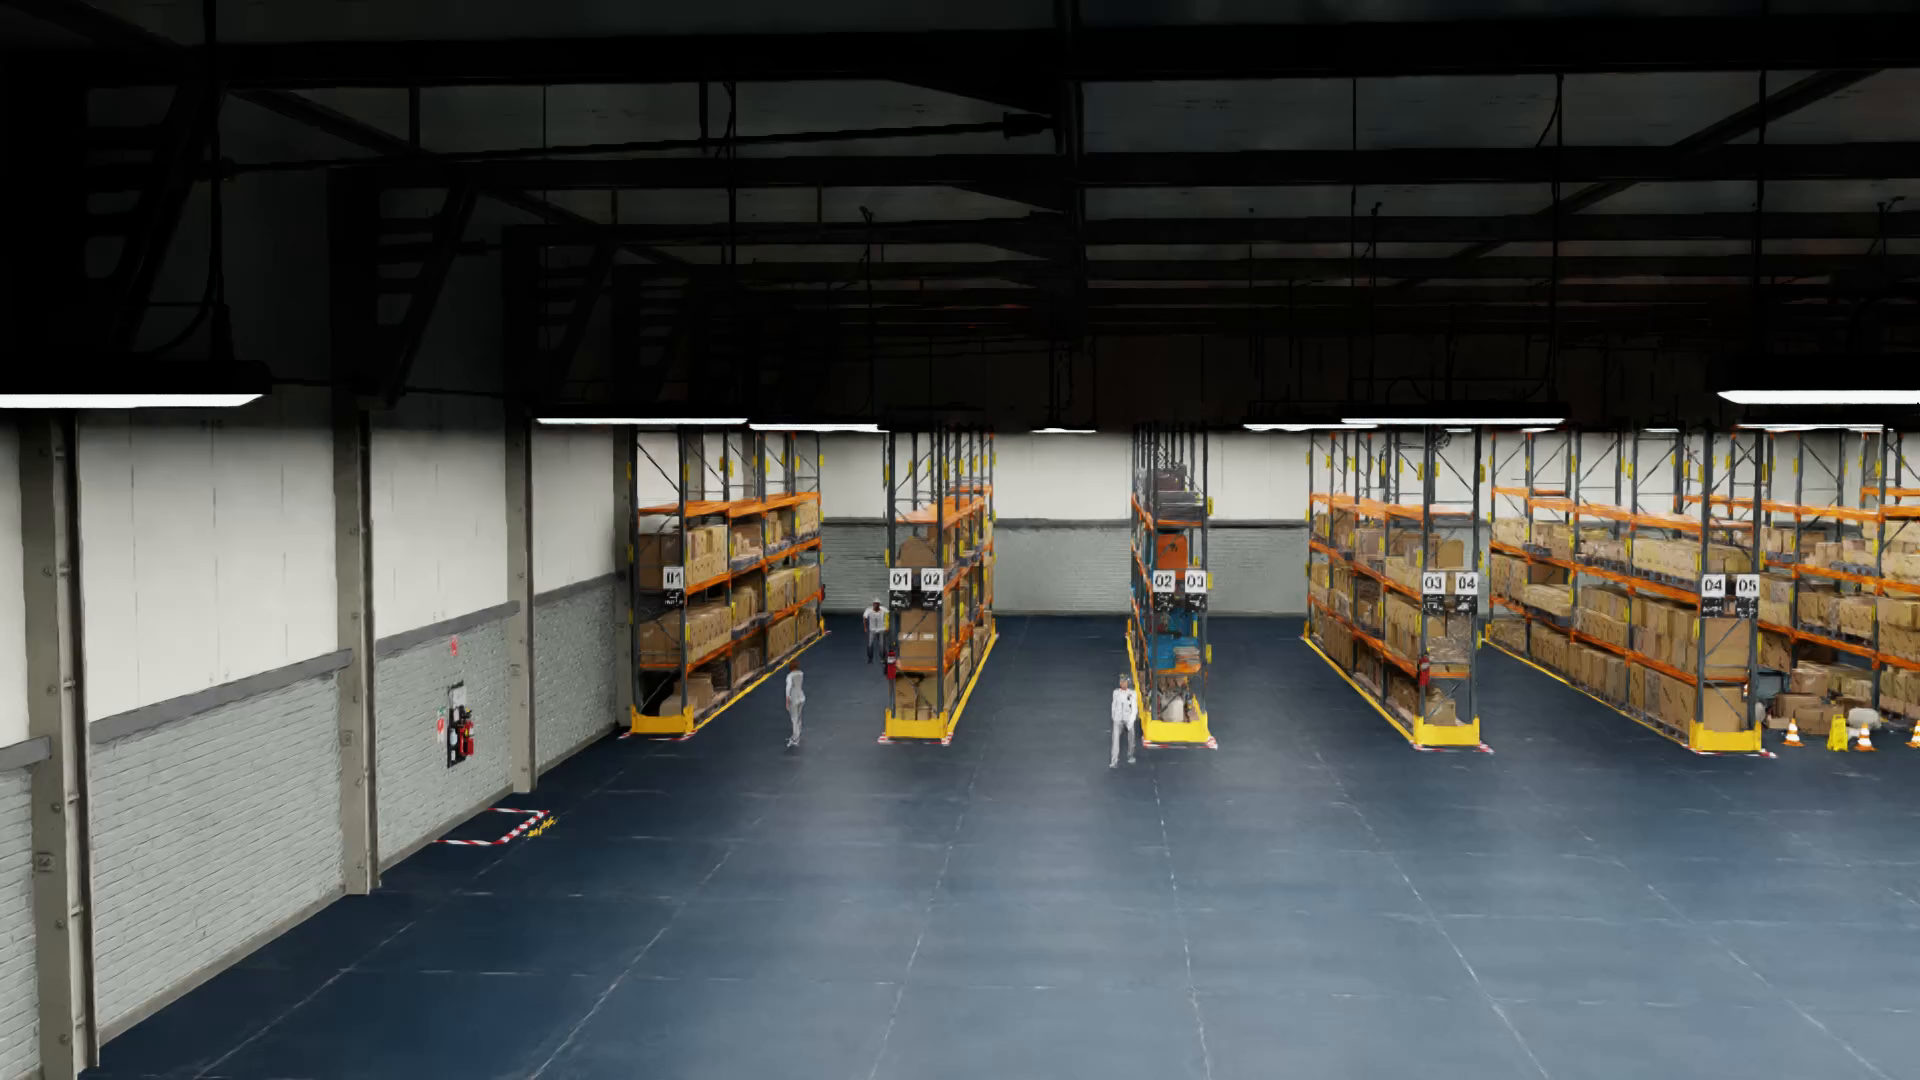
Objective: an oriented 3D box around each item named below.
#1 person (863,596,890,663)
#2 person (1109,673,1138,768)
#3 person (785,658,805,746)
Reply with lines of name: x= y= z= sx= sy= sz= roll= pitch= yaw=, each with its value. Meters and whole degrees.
person: x=-2.082 y=2.247 z=41.531 sx=0.719 sy=1.714 sz=0.578 roll=0 pitch=4 yaw=3
person: x=2.831 y=3.084 z=28.596 sx=0.482 sy=1.621 sz=0.989 roll=1 pitch=4 yaw=14
person: x=-3.076 y=2.972 z=30.663 sx=0.449 sy=1.599 sz=0.467 roll=3 pitch=4 yaw=36
